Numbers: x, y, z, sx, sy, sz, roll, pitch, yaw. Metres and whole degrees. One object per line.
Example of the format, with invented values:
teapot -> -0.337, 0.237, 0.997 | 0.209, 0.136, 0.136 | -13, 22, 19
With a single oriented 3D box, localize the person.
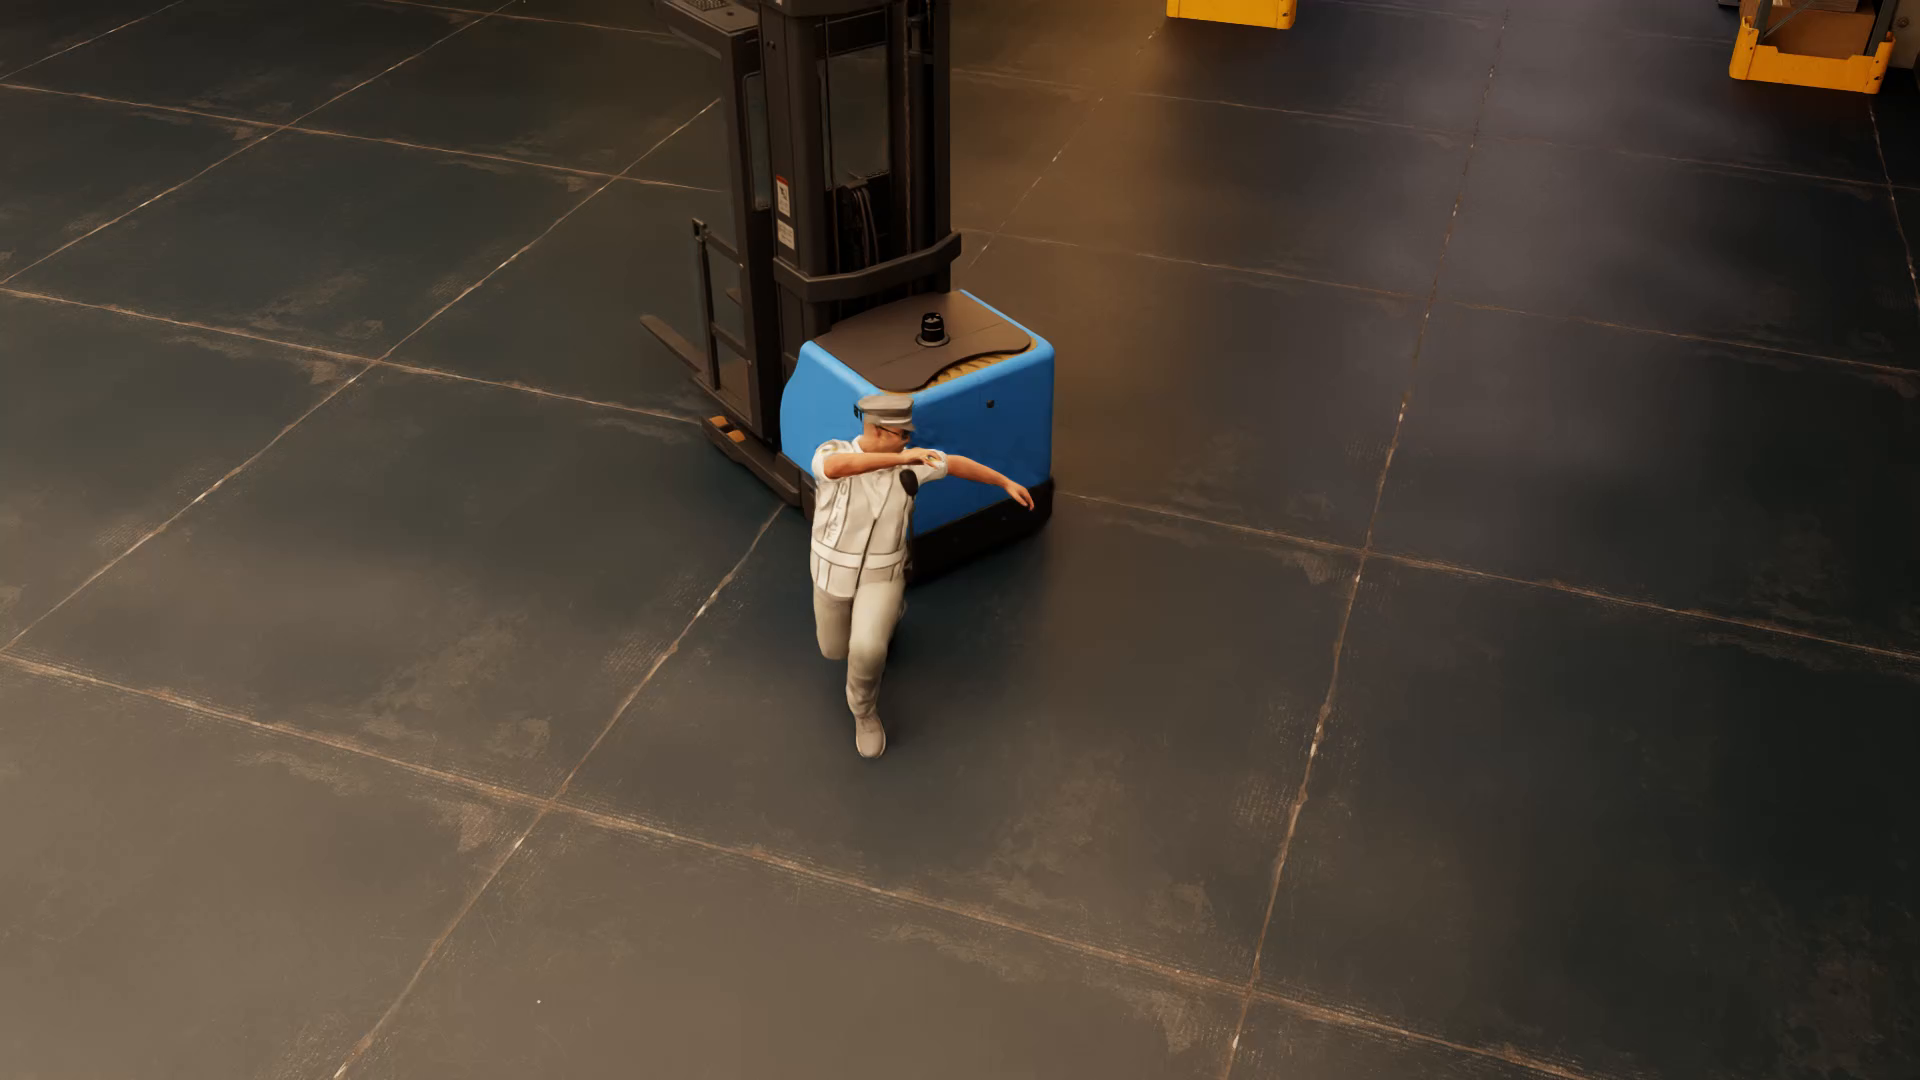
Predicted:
person -> -0.165, 0.106, 7.255 | 0.984, 1.472, 0.957 | 1, 35, 1

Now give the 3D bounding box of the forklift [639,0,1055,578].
forklift -> -0.798, -1.792, 8.638 | 1.130, 2.935, 3.031 | -23, 41, -29
